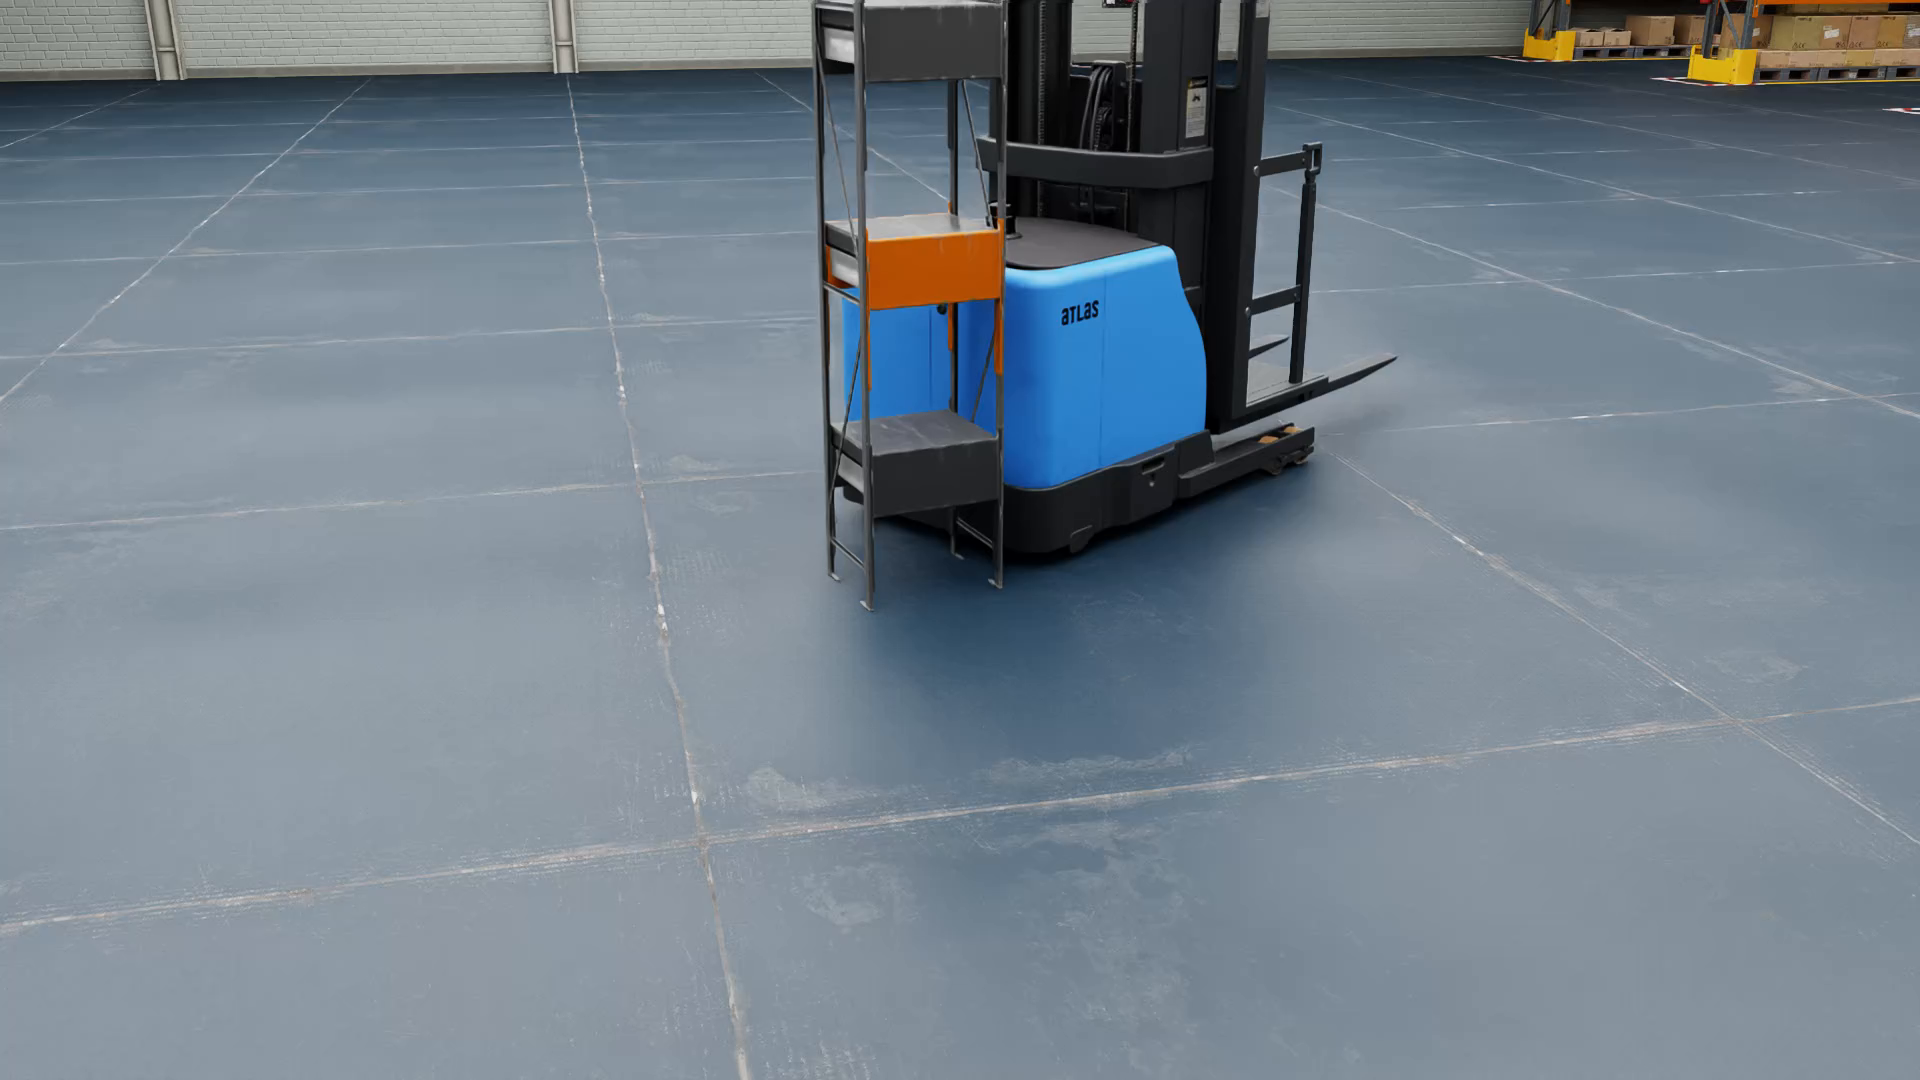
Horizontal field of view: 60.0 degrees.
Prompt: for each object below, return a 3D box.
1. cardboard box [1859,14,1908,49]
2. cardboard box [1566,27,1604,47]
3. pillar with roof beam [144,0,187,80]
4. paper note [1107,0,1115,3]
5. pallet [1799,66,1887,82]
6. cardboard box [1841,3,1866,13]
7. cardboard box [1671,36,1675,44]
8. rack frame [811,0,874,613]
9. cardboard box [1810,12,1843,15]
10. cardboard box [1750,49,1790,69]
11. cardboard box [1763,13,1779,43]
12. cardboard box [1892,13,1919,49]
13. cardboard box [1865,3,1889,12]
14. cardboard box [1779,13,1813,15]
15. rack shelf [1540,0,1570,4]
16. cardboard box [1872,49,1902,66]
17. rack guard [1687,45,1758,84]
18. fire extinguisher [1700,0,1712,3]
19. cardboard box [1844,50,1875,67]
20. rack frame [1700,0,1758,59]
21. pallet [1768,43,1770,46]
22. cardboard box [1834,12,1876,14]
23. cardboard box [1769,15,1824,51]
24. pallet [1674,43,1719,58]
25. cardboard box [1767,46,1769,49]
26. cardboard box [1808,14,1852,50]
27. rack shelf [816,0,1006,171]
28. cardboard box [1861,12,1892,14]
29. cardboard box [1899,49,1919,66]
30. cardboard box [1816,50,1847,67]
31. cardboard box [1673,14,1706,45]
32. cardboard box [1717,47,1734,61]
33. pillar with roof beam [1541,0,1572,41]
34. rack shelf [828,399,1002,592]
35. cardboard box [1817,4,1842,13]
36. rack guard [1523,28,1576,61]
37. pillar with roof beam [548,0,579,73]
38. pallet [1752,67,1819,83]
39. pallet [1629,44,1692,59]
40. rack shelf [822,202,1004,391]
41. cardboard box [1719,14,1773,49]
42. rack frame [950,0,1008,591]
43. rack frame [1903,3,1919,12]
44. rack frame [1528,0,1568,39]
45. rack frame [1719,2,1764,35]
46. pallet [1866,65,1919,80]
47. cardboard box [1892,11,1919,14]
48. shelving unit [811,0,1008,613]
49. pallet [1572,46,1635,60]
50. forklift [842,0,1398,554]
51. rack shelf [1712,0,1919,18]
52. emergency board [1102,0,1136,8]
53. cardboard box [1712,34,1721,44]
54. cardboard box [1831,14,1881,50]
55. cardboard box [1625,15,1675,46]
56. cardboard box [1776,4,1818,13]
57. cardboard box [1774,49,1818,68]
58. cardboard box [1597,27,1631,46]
[{"bbox_3d":[14.248,-7.880,25.762,0.500,0.500,0.500,-5,21,-12],"label":"cardboard box"},{"bbox_3d":[11.282,-9.118,30.115,0.500,0.311,0.500,-7,21,-19],"label":"cardboard box"},{"bbox_3d":[-11.296,-9.971,20.451,0.400,9.000,9.100,-5,21,-12],"label":"pillar with roof beam"},{"bbox_3d":[2.629,-9.432,28.983,0.142,0.148,0.016,-5,21,-12],"label":"paper note"},{"bbox_3d":[13.651,-7.352,26.078,1.213,0.211,1.003,-5,21,-12],"label":"pallet"},{"bbox_3d":[16.616,-10.027,31.230,0.500,0.250,0.500,-5,21,-13],"label":"cardboard box"},{"bbox_3d":[12.919,-9.214,30.612,0.250,0.149,0.380,-6,21,-17],"label":"cardboard box"},{"bbox_3d":[-0.385,-0.801,5.448,0.015,2.100,0.400,-9,22,-24],"label":"rack frame"},{"bbox_3d":[13.641,-8.015,26.131,0.500,0.500,0.500,-5,21,-12],"label":"cardboard box"},{"bbox_3d":[12.304,-7.366,25.448,0.500,0.250,0.500,-5,21,-12],"label":"cardboard box"},{"bbox_3d":[15.193,-9.563,31.053,0.500,0.500,0.700,-4,20,-11],"label":"cardboard box"},{"bbox_3d":[14.734,-7.921,25.873,0.500,0.500,0.500,-5,21,-12],"label":"cardboard box"},{"bbox_3d":[17.115,-10.069,31.345,0.500,0.250,0.500,-4,21,-11],"label":"cardboard box"},{"bbox_3d":[13.154,-7.976,26.024,0.500,0.500,0.500,-5,21,-12],"label":"cardboard box"},{"bbox_3d":[12.534,-9.970,30.216,4.000,0.370,1.077,-5,21,-12],"label":"rack shelf"},{"bbox_3d":[14.251,-7.524,25.879,0.500,0.250,0.500,-5,21,-12],"label":"cardboard box"},{"bbox_3d":[11.708,-7.316,25.559,0.348,0.500,1.175,-5,21,-12],"label":"rack guard"},{"bbox_3d":[11.509,-8.601,25.547,0.183,0.674,0.296,-5,21,-12],"label":"fire extinguisher"},{"bbox_3d":[13.764,-7.484,25.771,0.500,0.250,0.500,-5,21,-12],"label":"cardboard box"},{"bbox_3d":[11.731,-8.492,25.135,0.127,3.000,1.000,-5,21,-12],"label":"rack frame"},{"bbox_3d":[15.238,-9.219,31.174,1.213,0.211,1.003,-5,21,-12],"label":"pallet"},{"bbox_3d":[14.127,-8.055,26.240,0.500,0.500,0.500,-5,21,-12],"label":"cardboard box"},{"bbox_3d":[12.790,-7.758,25.429,0.500,0.500,0.500,-5,21,-12],"label":"cardboard box"},{"bbox_3d":[13.835,-9.092,30.827,1.213,0.211,1.003,-5,21,-12],"label":"pallet"},{"bbox_3d":[12.669,-7.583,26.040,0.500,0.250,0.500,-5,21,-12],"label":"cardboard box"},{"bbox_3d":[13.274,-7.802,25.549,0.500,0.500,0.500,-5,21,-12],"label":"cardboard box"},{"bbox_3d":[-0.164,-1.481,5.309,0.480,0.518,0.431,-9,22,-24],"label":"rack shelf"},{"bbox_3d":[14.616,-8.092,26.341,0.500,0.500,0.500,-5,21,-12],"label":"cardboard box"},{"bbox_3d":[14.734,-7.568,26.001,0.500,0.250,0.500,-5,21,-12],"label":"cardboard box"},{"bbox_3d":[13.277,-7.446,25.667,0.500,0.250,0.500,-5,21,-12],"label":"cardboard box"},{"bbox_3d":[13.479,-9.403,30.618,0.500,0.500,0.500,-6,21,-17],"label":"cardboard box"},{"bbox_3d":[12.185,-7.539,25.921,0.500,0.250,0.500,-5,21,-12],"label":"cardboard box"},{"bbox_3d":[12.060,-11.870,25.636,0.400,9.000,9.100,-5,21,-12],"label":"pillar with roof beam"},{"bbox_3d":[-0.164,-0.166,5.790,0.480,0.518,0.431,-9,22,-24],"label":"rack shelf"},{"bbox_3d":[16.126,-9.993,31.138,0.500,0.250,0.500,-5,21,-14],"label":"cardboard box"},{"bbox_3d":[10.662,-8.982,30.107,0.348,0.500,1.175,-5,21,-12],"label":"rack guard"},{"bbox_3d":[-5.457,-10.446,21.747,0.400,9.000,9.100,-5,21,-12],"label":"pillar with roof beam"},{"bbox_3d":[12.466,-7.257,25.818,1.213,0.211,1.003,-5,21,-12],"label":"pallet"},{"bbox_3d":[12.645,-8.994,30.560,1.213,0.211,1.003,-5,21,-12],"label":"pallet"},{"bbox_3d":[-0.164,-0.823,5.550,0.480,0.518,0.431,-9,22,-24],"label":"rack shelf"},{"bbox_3d":[12.185,-7.892,25.794,0.500,0.500,0.500,-5,21,-12],"label":"cardboard box"},{"bbox_3d":[0.057,-0.872,5.642,0.015,2.100,0.400,-9,22,-24],"label":"rack frame"},{"bbox_3d":[18.373,-10.783,31.389,0.127,3.000,1.000,-5,21,-12],"label":"rack frame"},{"bbox_3d":[10.588,-10.149,29.661,0.127,3.000,1.000,-5,21,-12],"label":"rack frame"},{"bbox_3d":[14.480,-10.466,30.525,0.127,3.000,1.000,-5,21,-12],"label":"rack frame"},{"bbox_3d":[14.840,-7.450,26.345,1.213,0.211,1.003,-5,21,-12],"label":"pallet"},{"bbox_3d":[15.100,-8.134,26.457,0.500,0.500,0.500,-5,21,-12],"label":"cardboard box"},{"bbox_3d":[-0.164,-0.836,5.545,0.503,2.100,0.431,-9,22,-24],"label":"shelving unit"},{"bbox_3d":[11.460,-8.899,30.300,1.213,0.211,1.003,-5,21,-12],"label":"pallet"},{"bbox_3d":[0.889,-1.755,6.844,1.130,2.935,3.031,17,26,38],"label":"forklift"},{"bbox_3d":[13.677,-8.312,25.691,4.000,0.370,1.077,-5,21,-12],"label":"rack shelf"},{"bbox_3d":[2.817,-9.837,28.807,0.643,1.169,0.194,-5,21,-12],"label":"emergency board"},{"bbox_3d":[13.967,-9.290,30.793,0.250,0.166,0.380,-7,21,-20],"label":"cardboard box"},{"bbox_3d":[13.765,-7.836,25.641,0.500,0.500,0.500,-5,21,-12],"label":"cardboard box"},{"bbox_3d":[12.562,-9.293,30.318,0.500,0.500,0.700,-6,21,-16],"label":"cardboard box"},{"bbox_3d":[15.621,-9.951,31.023,0.500,0.250,0.500,-5,21,-14],"label":"cardboard box"},{"bbox_3d":[12.790,-7.406,25.559,0.500,0.250,0.500,-5,21,-12],"label":"cardboard box"},{"bbox_3d":[11.836,-9.163,30.238,0.500,0.311,0.500,-3,20,-8],"label":"cardboard box"}]
